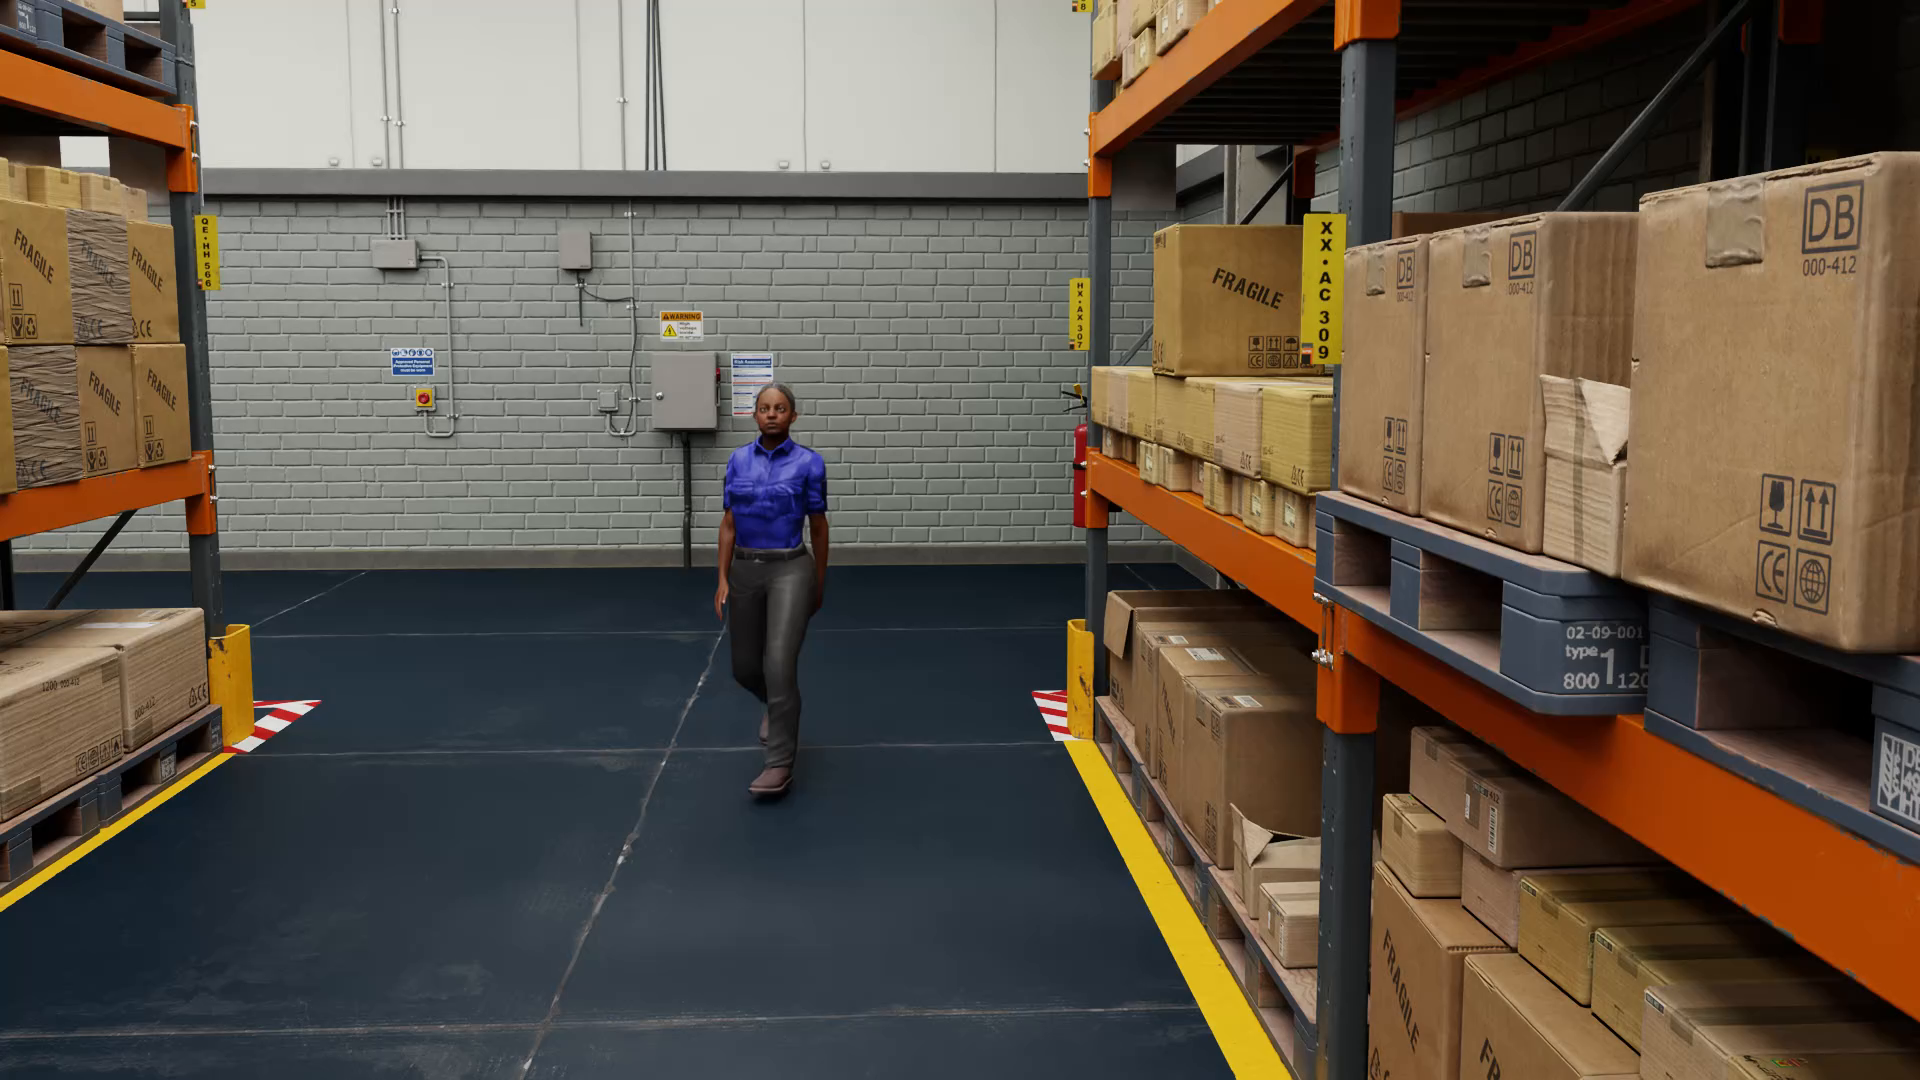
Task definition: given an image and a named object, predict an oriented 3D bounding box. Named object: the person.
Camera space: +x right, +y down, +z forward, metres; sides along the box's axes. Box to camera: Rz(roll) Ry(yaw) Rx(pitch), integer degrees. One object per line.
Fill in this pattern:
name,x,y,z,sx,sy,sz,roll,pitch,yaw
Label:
person,-0.758,0.160,6.881,0.425,1.616,0.881,2,7,15
